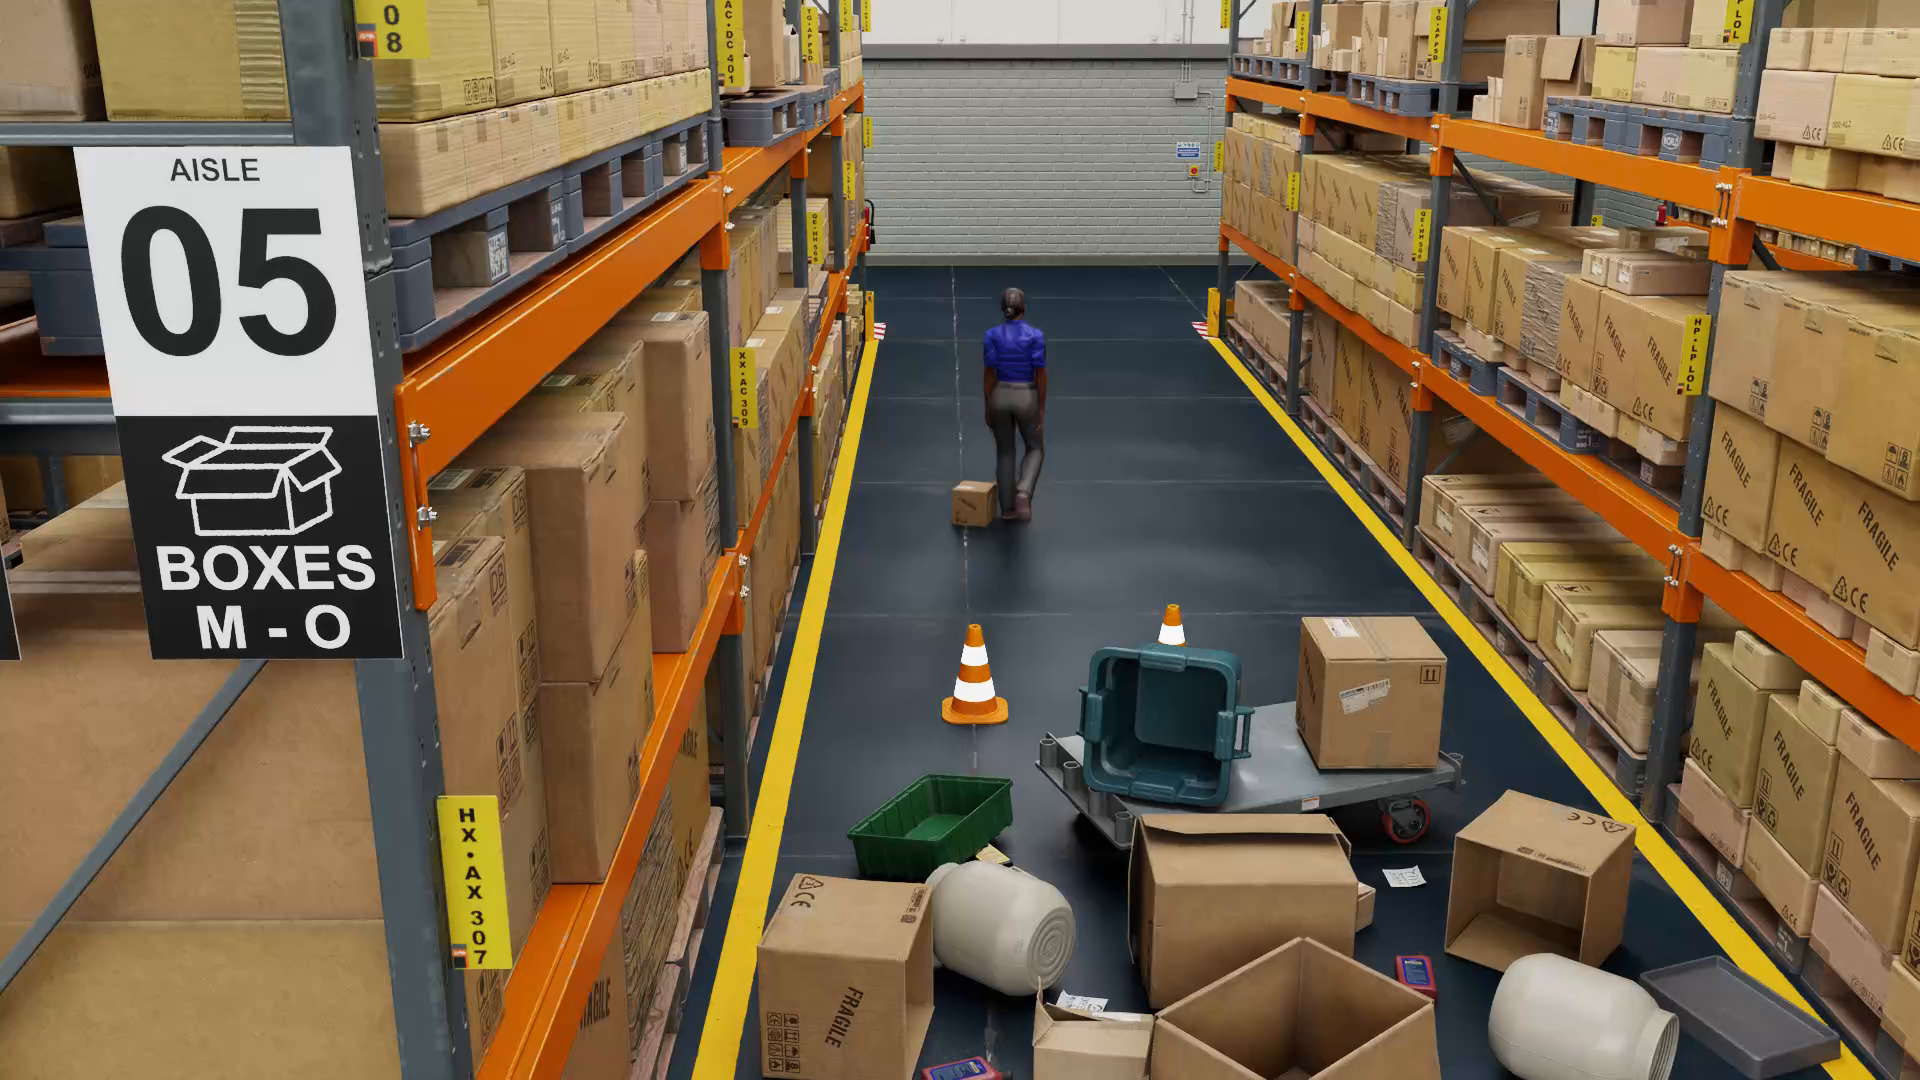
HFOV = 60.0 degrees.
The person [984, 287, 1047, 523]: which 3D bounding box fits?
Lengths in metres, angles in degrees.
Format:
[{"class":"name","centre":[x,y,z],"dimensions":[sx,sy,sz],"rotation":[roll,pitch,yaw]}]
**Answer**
[{"class":"person","centre":[0.377,-0.918,11.448],"dimensions":[0.444,1.642,0.536],"rotation":[3,18,10]}]
